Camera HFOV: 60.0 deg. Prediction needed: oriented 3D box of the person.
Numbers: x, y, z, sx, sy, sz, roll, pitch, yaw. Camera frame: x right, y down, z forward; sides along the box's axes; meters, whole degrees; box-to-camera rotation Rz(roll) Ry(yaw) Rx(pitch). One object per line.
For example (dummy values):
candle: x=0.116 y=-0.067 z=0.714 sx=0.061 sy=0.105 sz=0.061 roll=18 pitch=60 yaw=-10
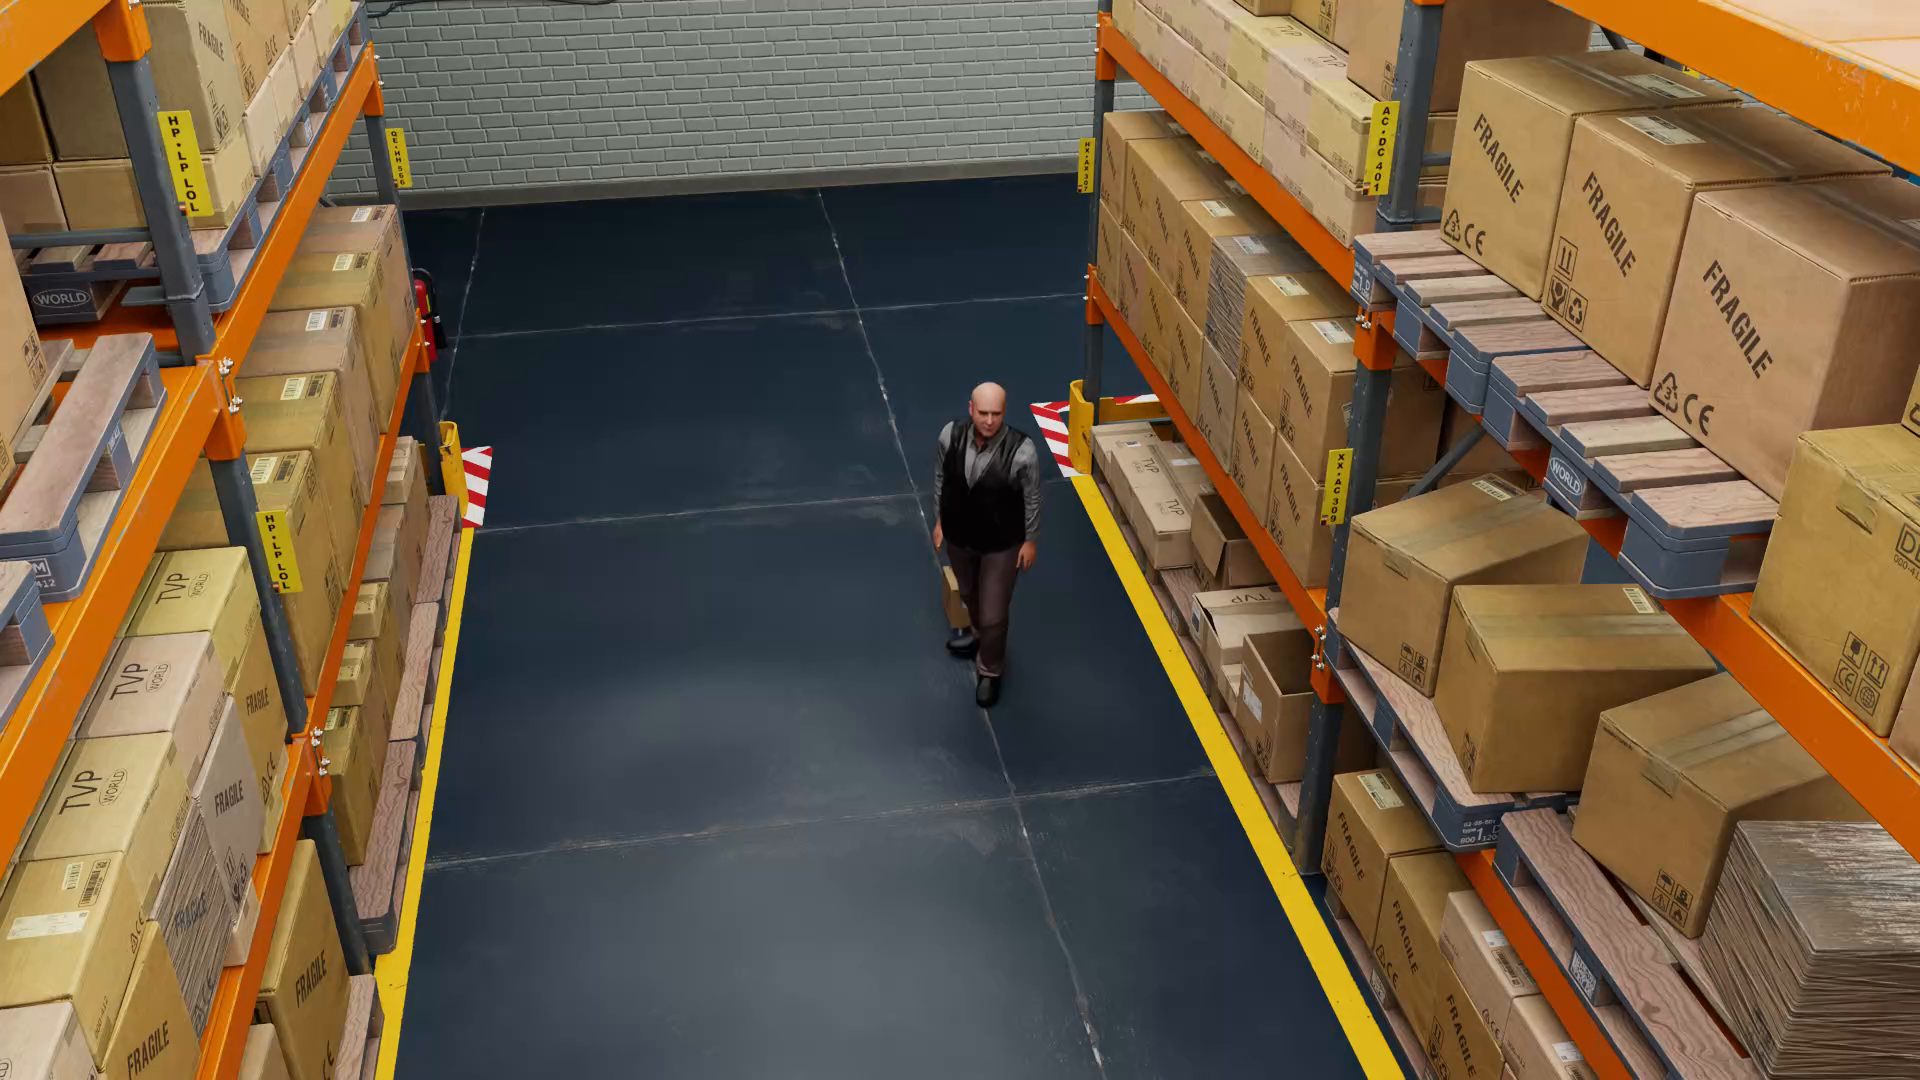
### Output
person: x=0.143 y=-0.036 z=8.227 sx=0.563 sy=1.711 sz=0.563 roll=15 pitch=34 yaw=23
